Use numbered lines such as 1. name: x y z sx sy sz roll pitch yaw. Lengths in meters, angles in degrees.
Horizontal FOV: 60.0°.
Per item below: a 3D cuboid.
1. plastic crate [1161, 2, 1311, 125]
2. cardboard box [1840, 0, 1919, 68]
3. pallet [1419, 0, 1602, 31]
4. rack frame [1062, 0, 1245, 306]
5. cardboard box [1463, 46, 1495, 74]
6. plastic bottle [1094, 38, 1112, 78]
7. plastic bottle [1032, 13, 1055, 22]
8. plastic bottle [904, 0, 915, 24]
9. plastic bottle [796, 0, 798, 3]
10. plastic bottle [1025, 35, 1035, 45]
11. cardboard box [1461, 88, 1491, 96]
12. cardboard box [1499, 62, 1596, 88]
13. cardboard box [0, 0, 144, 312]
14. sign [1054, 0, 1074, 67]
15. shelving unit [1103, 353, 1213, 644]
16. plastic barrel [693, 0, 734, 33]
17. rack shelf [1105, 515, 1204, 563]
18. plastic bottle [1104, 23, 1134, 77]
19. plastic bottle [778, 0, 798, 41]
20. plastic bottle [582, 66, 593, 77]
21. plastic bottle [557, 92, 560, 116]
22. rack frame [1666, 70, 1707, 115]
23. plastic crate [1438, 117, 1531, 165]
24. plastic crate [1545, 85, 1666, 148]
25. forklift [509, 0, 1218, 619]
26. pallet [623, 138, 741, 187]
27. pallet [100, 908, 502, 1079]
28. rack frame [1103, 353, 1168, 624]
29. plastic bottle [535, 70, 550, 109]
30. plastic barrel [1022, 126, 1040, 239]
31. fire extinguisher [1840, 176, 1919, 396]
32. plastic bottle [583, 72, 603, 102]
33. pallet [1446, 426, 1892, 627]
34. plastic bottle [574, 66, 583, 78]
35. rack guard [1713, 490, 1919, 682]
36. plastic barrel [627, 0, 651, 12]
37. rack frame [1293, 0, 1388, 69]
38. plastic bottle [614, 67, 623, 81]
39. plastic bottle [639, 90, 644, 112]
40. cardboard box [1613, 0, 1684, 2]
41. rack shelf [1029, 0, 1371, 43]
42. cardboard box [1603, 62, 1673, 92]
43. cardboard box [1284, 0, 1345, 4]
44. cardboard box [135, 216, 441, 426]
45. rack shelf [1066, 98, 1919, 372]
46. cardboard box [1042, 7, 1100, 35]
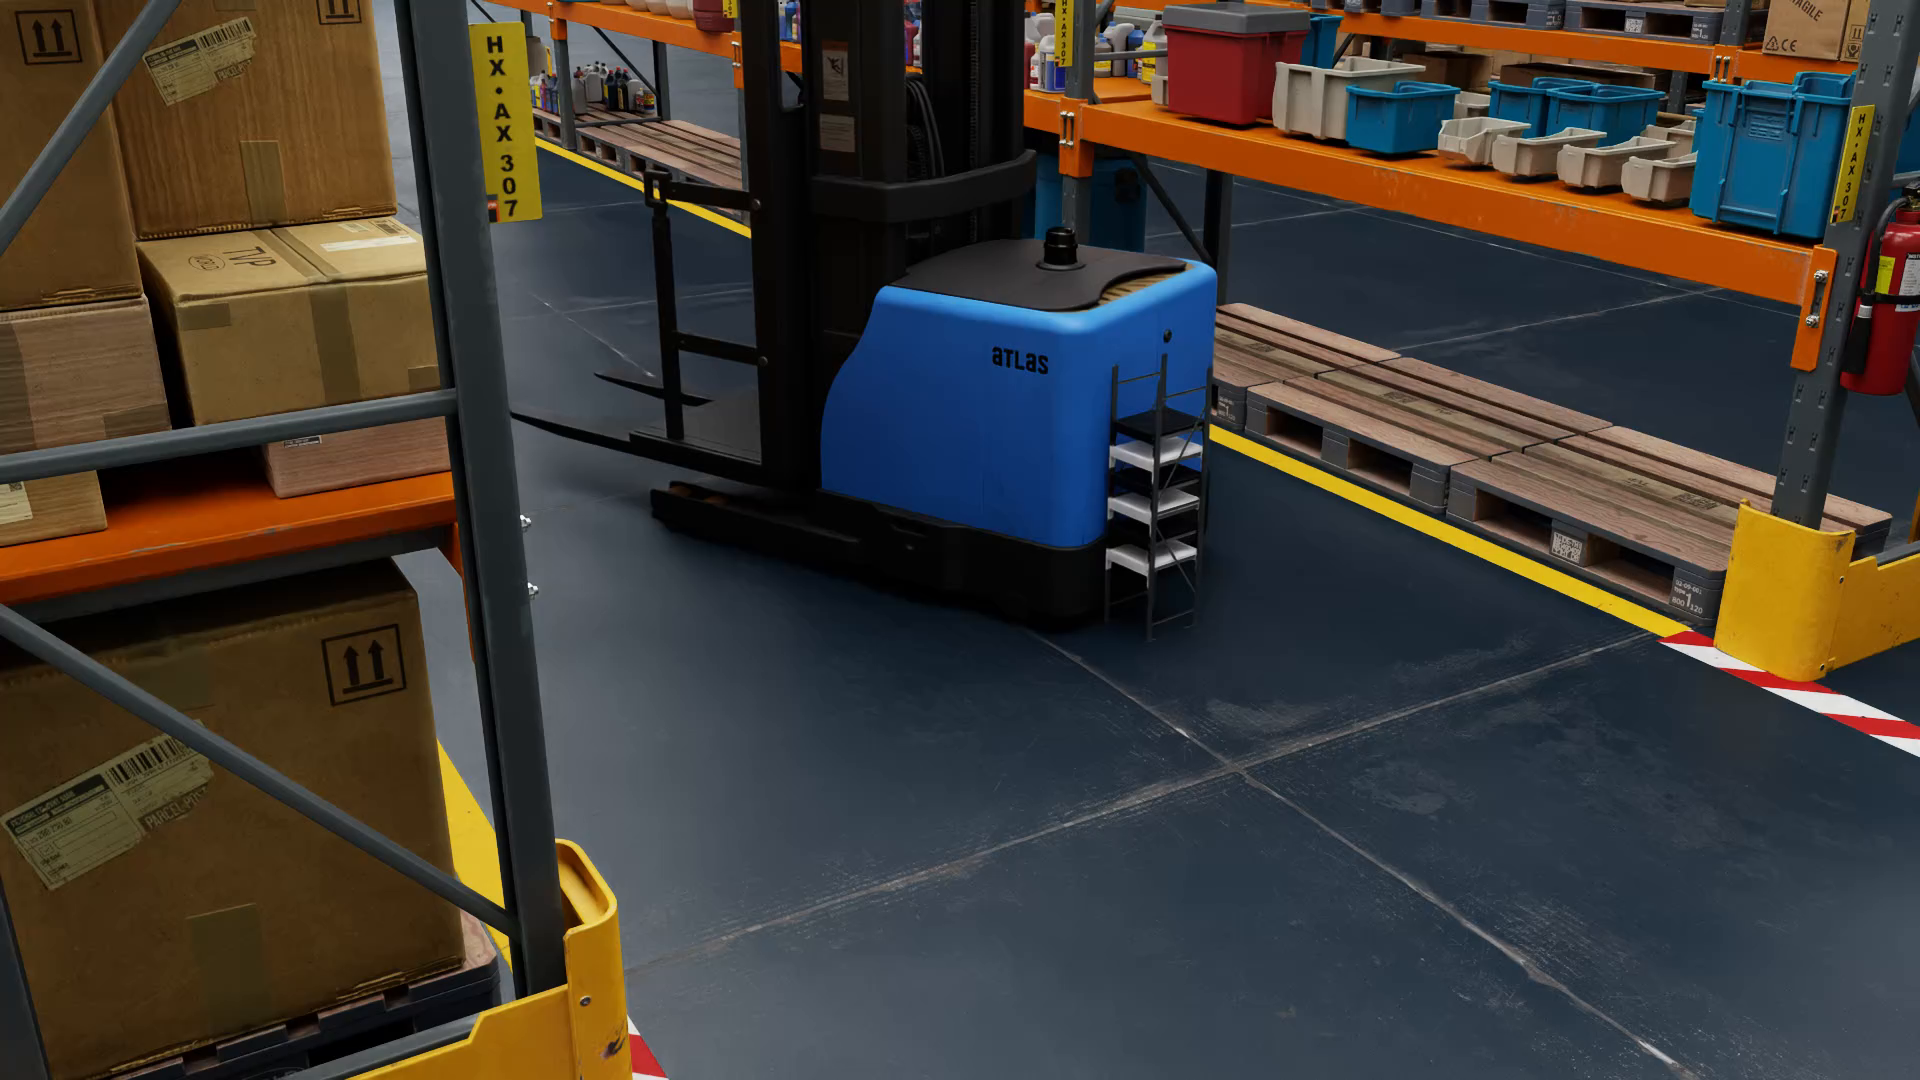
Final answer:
1. plastic crate: 1.210 -2.122 7.384 0.402 0.464 0.583 -13 25 -28
2. cardboard box: 5.520 -3.017 9.619 0.500 0.500 0.500 -12 25 -27
3. pallet: 4.184 -3.931 12.254 1.003 0.211 1.213 -13 25 -28
4. rack frame: 0.970 -2.402 8.237 1.000 3.000 0.127 -13 25 -28
5. cardboard box: 6.098 -5.550 18.719 0.700 0.500 0.500 -13 26 -29
6. plastic bottle: 0.776 -2.622 9.041 0.097 0.201 0.097 0 22 0
7. plastic bottle: 0.469 -2.942 9.732 0.152 0.276 0.135 -13 25 -28
8. plastic bottle: -0.344 -2.970 9.701 0.144 0.351 0.185 -13 25 -28
9. plastic bottle: -1.000 -3.466 11.021 0.152 0.276 0.135 -13 25 -28
10. plastic bottle: 0.304 -2.528 8.713 0.152 0.276 0.135 -13 25 -28
11. cardboard box: 4.130 -3.269 13.106 0.500 0.500 0.500 -14 26 -30
12. cardboard box: 4.425 -3.436 12.521 0.500 0.250 0.500 -13 26 -29
13. cardboard box: -1.720 -0.677 2.803 0.500 0.500 0.500 -12 25 -28
14. sign: 0.496 -2.425 7.927 0.100 0.325 0.005 -13 25 -28
15. shelving unit: 0.643 -0.134 5.445 0.258 0.900 0.210 -17 27 -35
16. plastic barrel: -1.571 -3.852 11.624 0.600 0.536 0.708 -13 25 -28
17. rack shelf: 0.643 -0.019 5.491 0.258 0.077 0.200 -17 27 -35
18. plastic bottle: 0.874 -2.686 9.101 0.152 0.276 0.135 -13 25 -28
19. plastic bottle: -1.130 -3.437 10.949 0.152 0.276 0.135 -13 25 -28
20. plastic bottle: -3.740 -4.632 16.756 0.152 0.276 0.135 -12 25 -28
21. plastic bottle: -3.646 -4.029 15.265 0.061 0.283 0.133 -11 25 -26
22. rack frame: 7.444 -5.602 16.111 1.000 3.000 0.127 -13 25 -28
23. plastic crate: 1.975 -1.516 6.329 0.298 0.136 0.250 -13 25 -28
24. plastic crate: 2.497 -1.627 6.473 0.416 0.233 0.300 -13 25 -28
25. forklift: -0.580 -1.507 6.127 3.031 2.935 1.130 14 26 31
26. pallet: -2.055 -3.058 13.554 1.003 0.211 1.213 -13 25 -28
27. pallet: -1.721 0.894 3.833 1.003 0.211 1.213 -13 25 -28
28. rack frame: 0.580 -0.164 5.519 0.240 0.900 0.006 -17 27 -35
29. plastic bottle: -3.956 -4.288 15.811 0.144 0.351 0.185 -13 25 -29
30. plastic barrel: 0.345 -2.033 9.559 0.600 0.901 0.708 -13 25 -28
31. fire extinguisher: 2.699 -0.762 4.801 0.296 0.674 0.183 -13 25 -28
32. plastic bottle: -3.600 -4.437 16.277 0.152 0.276 0.135 -13 25 -28
33. pallet: 2.625 -0.090 6.252 1.003 0.211 1.213 -13 25 -28
34. plastic bottle: -3.831 -4.614 16.703 0.061 0.283 0.133 -13 25 -28
35. rack guard: 3.037 0.056 5.510 1.175 0.500 0.348 -13 25 -28
36. plastic barrel: -2.442 -4.465 13.133 0.433 0.535 0.433 0 22 0
37. rack frame: 3.187 -4.648 13.764 1.000 3.000 0.127 -13 25 -28
38. plastic bottle: -3.269 -4.371 16.014 0.144 0.351 0.185 -14 26 -30
39. plastic bottle: -2.954 -4.120 15.595 0.097 0.201 0.097 0 22 0
40. cardboard box: 4.775 -4.001 11.481 0.700 0.500 0.500 -8 24 -20
41. rack shelf: 2.165 -4.963 15.492 1.077 0.370 4.000 -13 25 -28
42. cardboard box: 7.031 -4.871 17.048 0.700 0.500 0.500 -12 25 -27
43. cardboard box: 3.039 -4.733 14.091 0.500 0.311 0.500 -11 25 -25
44. cardboard box: -1.258 -0.430 3.190 0.500 0.250 0.500 -13 26 -30
45. rack shelf: 1.991 -1.421 6.780 1.077 0.370 4.000 -13 25 -28
46. cardboard box: 1.176 -5.422 17.765 0.500 0.500 0.500 -13 25 -28
